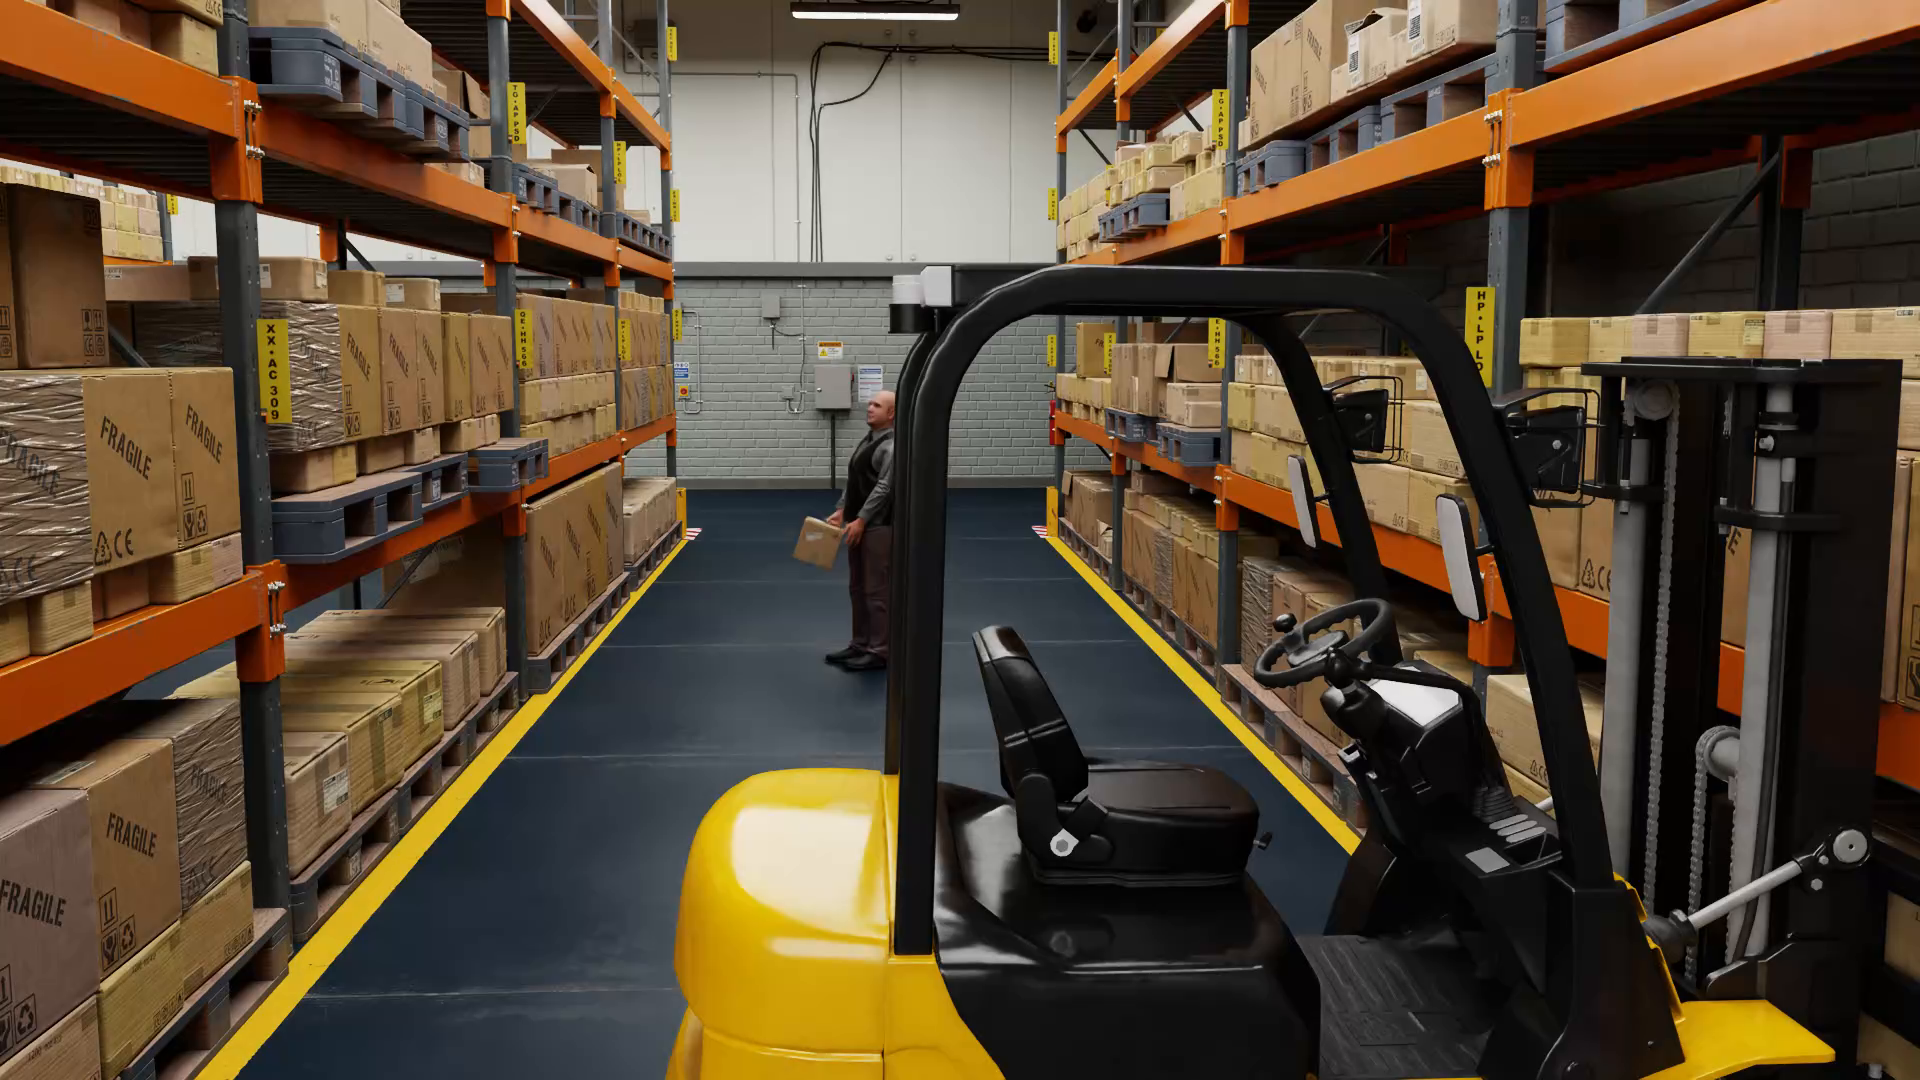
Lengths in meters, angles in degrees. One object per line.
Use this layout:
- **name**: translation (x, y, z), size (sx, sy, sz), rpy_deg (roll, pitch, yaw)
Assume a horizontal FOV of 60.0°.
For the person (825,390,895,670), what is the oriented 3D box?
- **person**: translation (-0.580, -0.063, 10.307), size (0.469, 1.726, 0.571), rpy_deg (-3, 7, -21)
